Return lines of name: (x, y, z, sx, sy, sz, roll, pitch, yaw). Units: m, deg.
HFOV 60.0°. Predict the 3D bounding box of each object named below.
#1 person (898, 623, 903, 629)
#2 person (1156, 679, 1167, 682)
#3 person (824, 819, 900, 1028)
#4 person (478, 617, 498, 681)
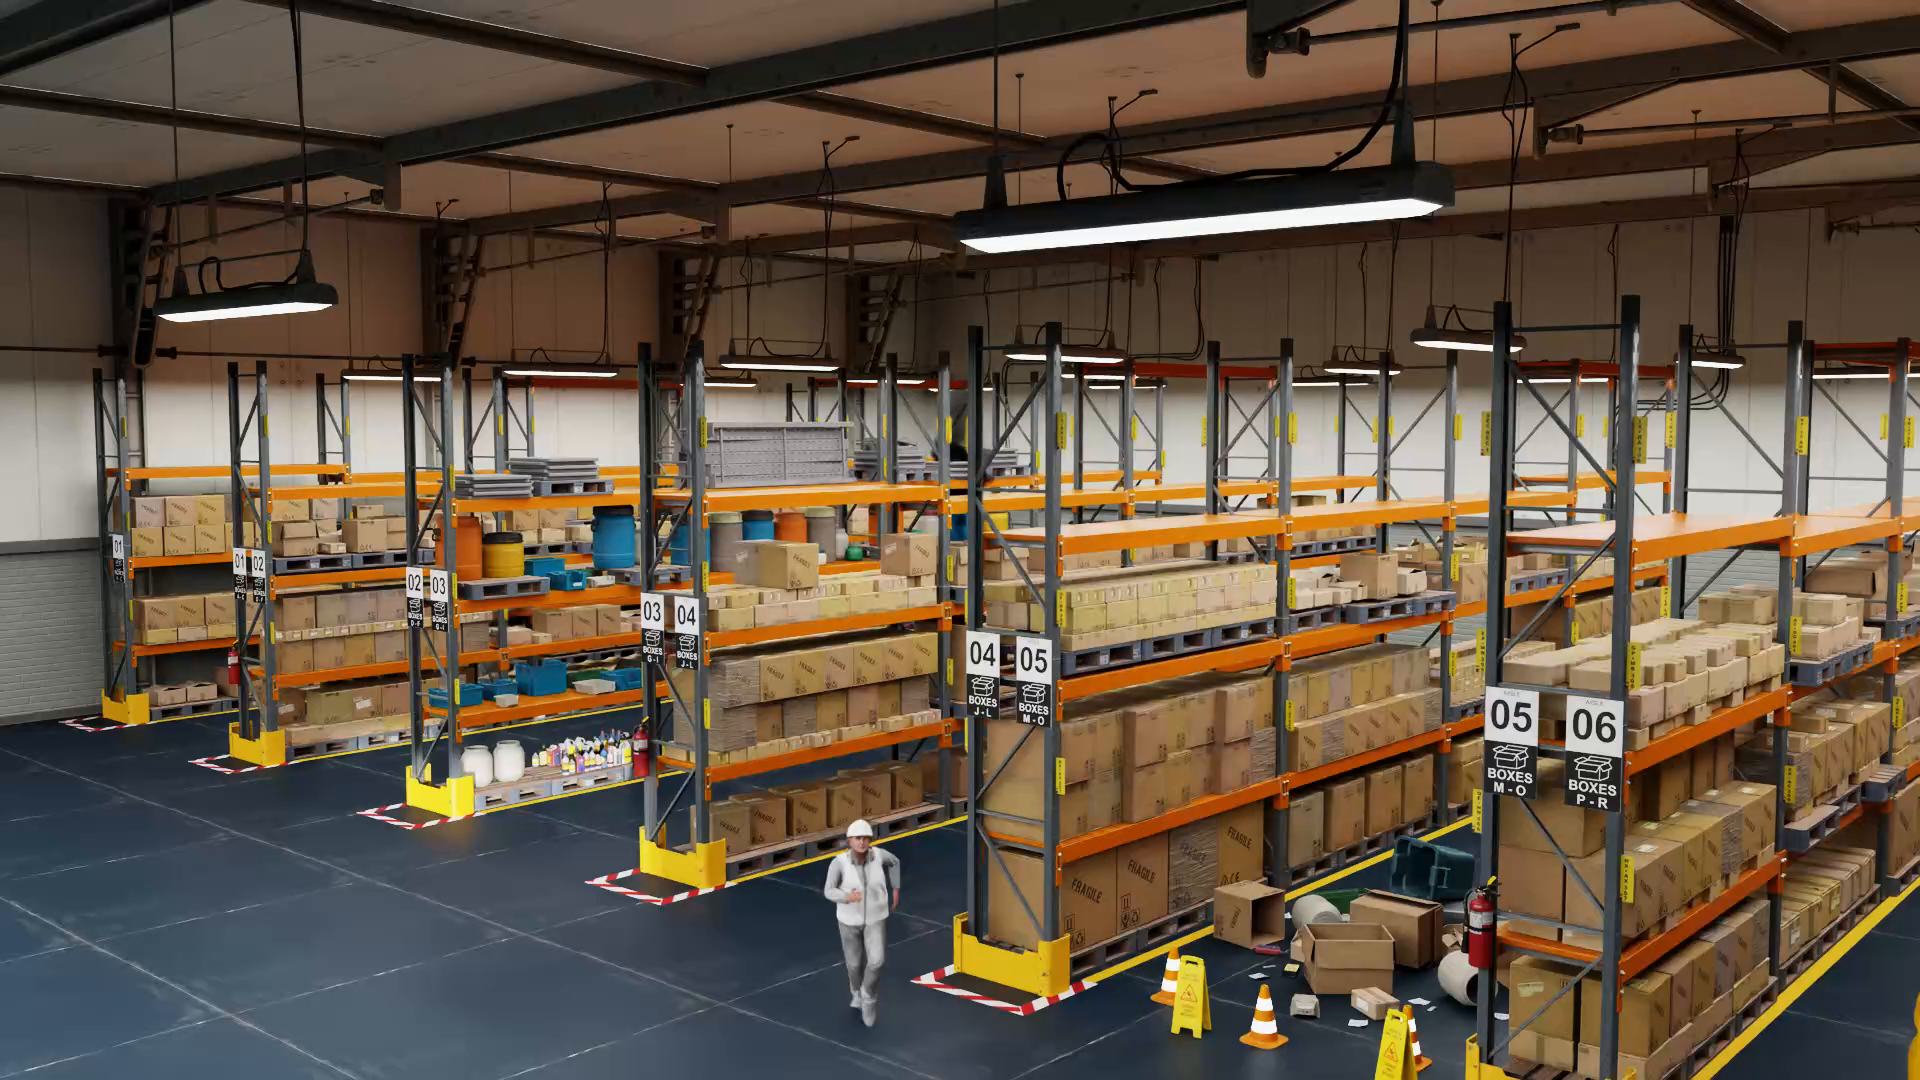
person: (-1.303, 1.833, 30.629, 0.582, 1.620, 0.577, 3, 5, 39)
person: (2.635, 2.690, 22.009, 0.682, 1.844, 0.746, 4, 6, 41)
person: (-0.825, 3.240, 14.180, 0.681, 1.774, 0.814, -1, 4, -10)
person: (-8.439, 2.150, 29.832, 0.578, 1.691, 0.771, 4, 6, 41)
